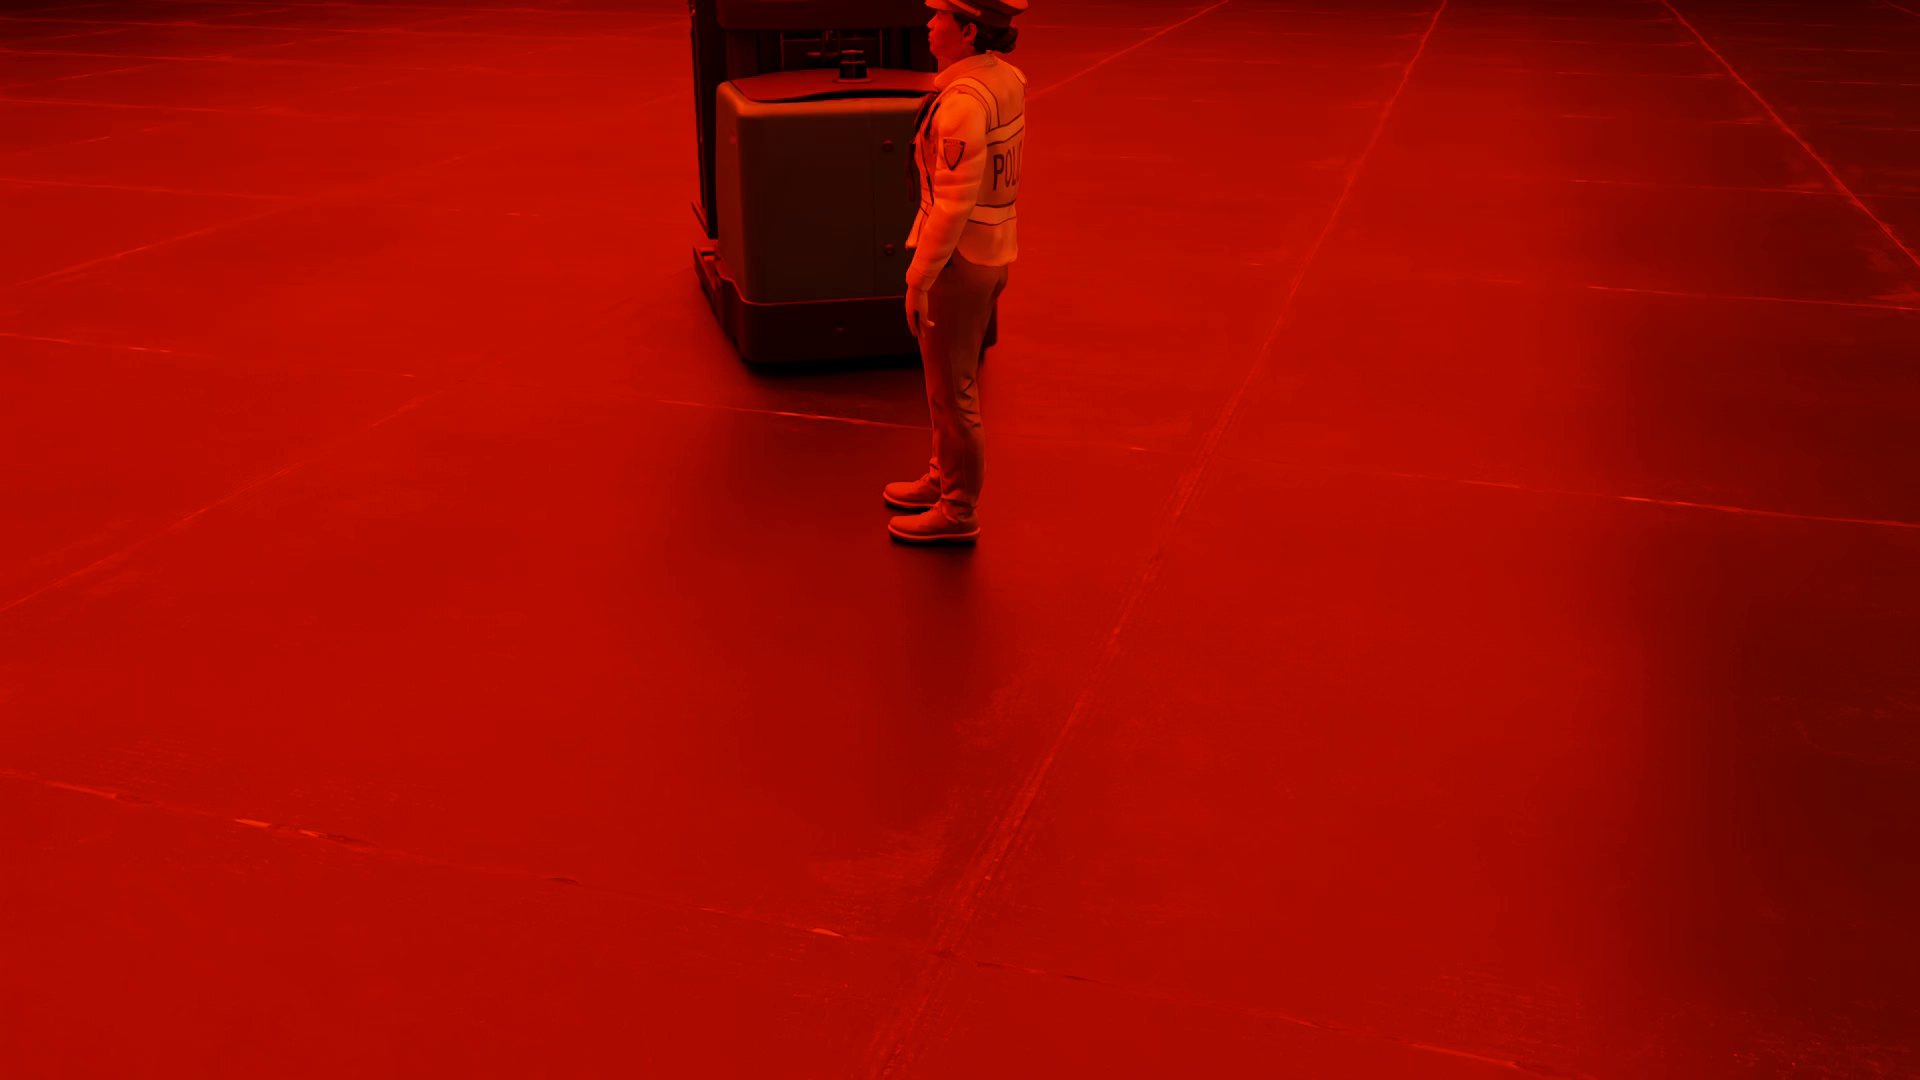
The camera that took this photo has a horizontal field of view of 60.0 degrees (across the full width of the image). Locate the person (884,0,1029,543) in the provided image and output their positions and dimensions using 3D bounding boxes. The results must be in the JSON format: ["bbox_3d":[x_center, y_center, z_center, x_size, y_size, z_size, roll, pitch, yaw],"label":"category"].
[{"bbox_3d":[-0.064,-0.800,4.820,0.530,1.694,0.587,7,23,16],"label":"person"}]

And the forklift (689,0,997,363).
[{"bbox_3d":[-0.699,-2.595,7.565,1.130,2.935,3.031,-5,23,-13],"label":"forklift"}]
